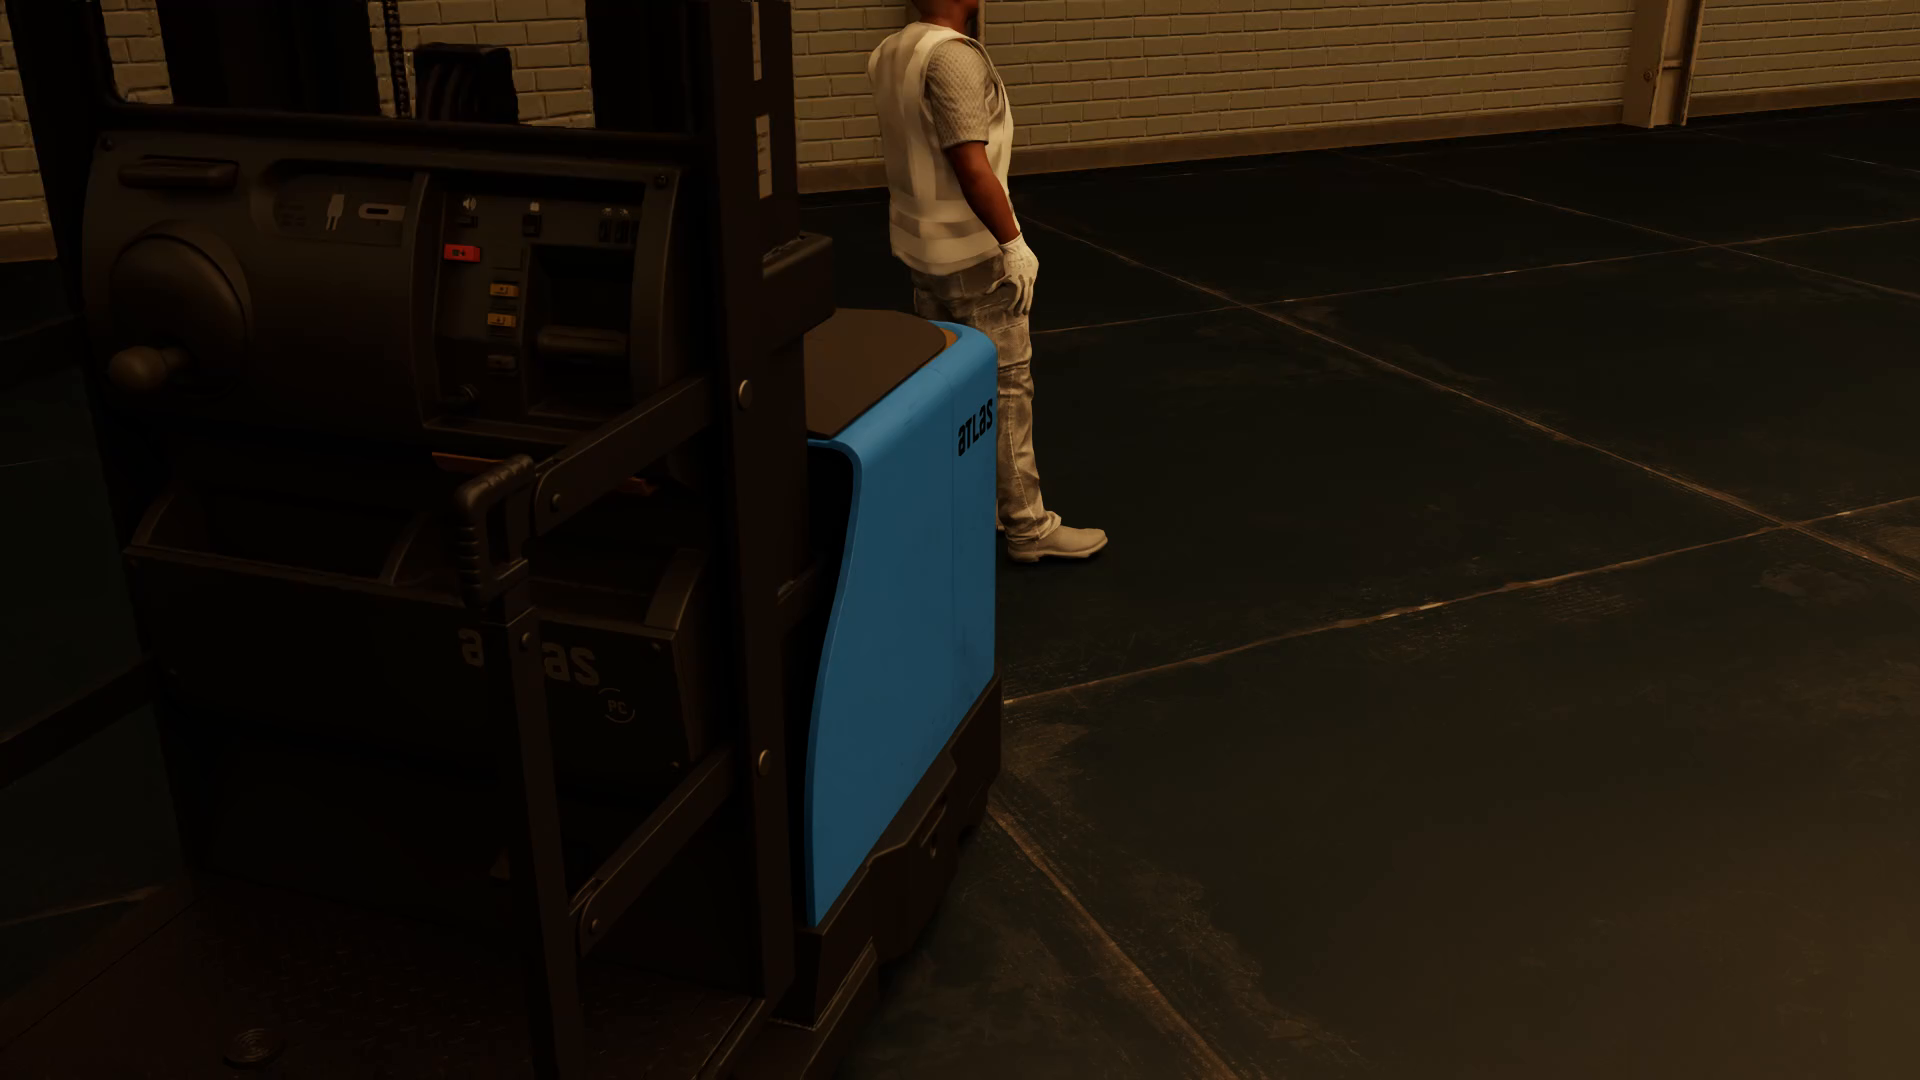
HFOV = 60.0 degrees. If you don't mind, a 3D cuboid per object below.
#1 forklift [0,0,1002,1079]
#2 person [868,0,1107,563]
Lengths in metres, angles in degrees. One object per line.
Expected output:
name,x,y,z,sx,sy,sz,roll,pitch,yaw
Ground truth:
forklift,-0.869,-0.323,2.065,1.130,2.935,3.031,7,24,17
person,0.069,-0.839,4.784,0.575,1.784,0.656,-10,25,-23
